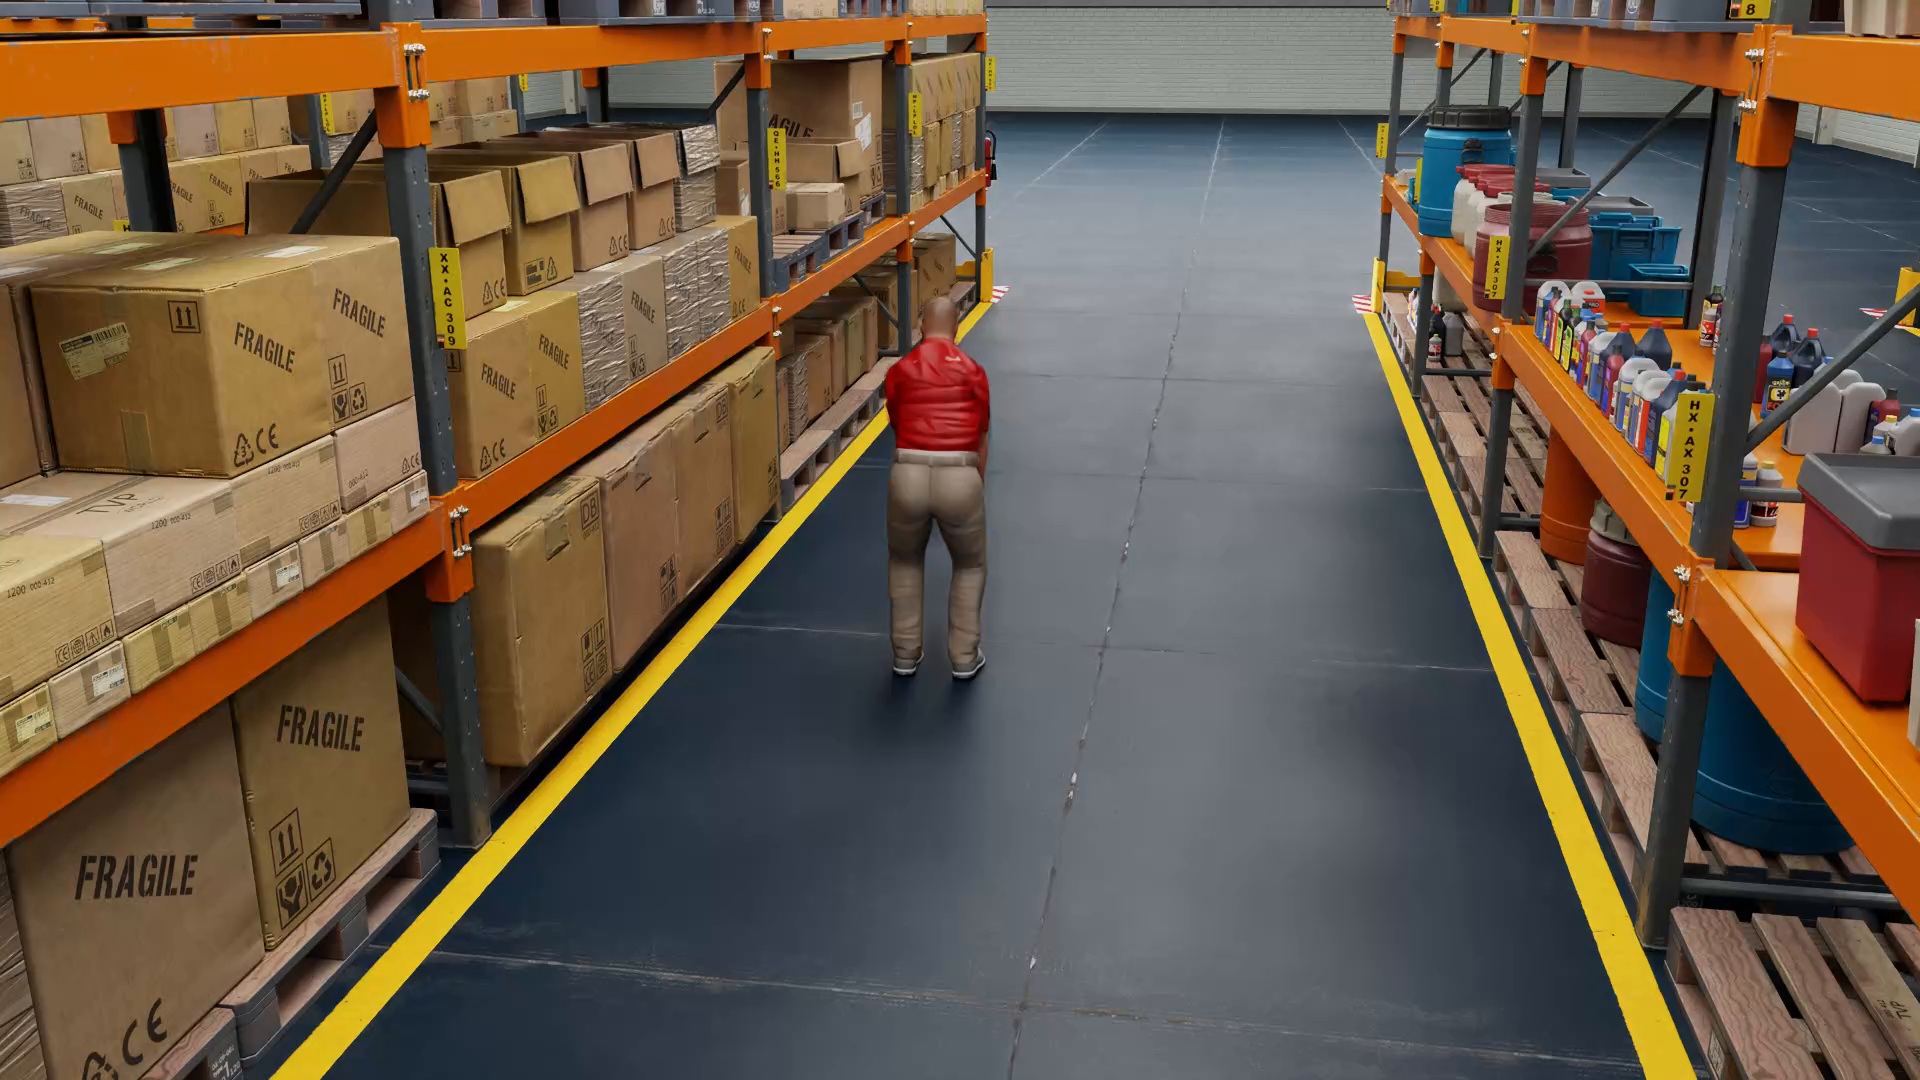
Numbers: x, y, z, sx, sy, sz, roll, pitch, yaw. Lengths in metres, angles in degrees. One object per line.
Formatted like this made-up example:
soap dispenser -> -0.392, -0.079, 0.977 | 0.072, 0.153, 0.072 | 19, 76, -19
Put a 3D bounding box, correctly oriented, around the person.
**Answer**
person -> -0.104, -0.226, 7.417 | 0.477, 1.657, 0.598 | 3, 18, 8
